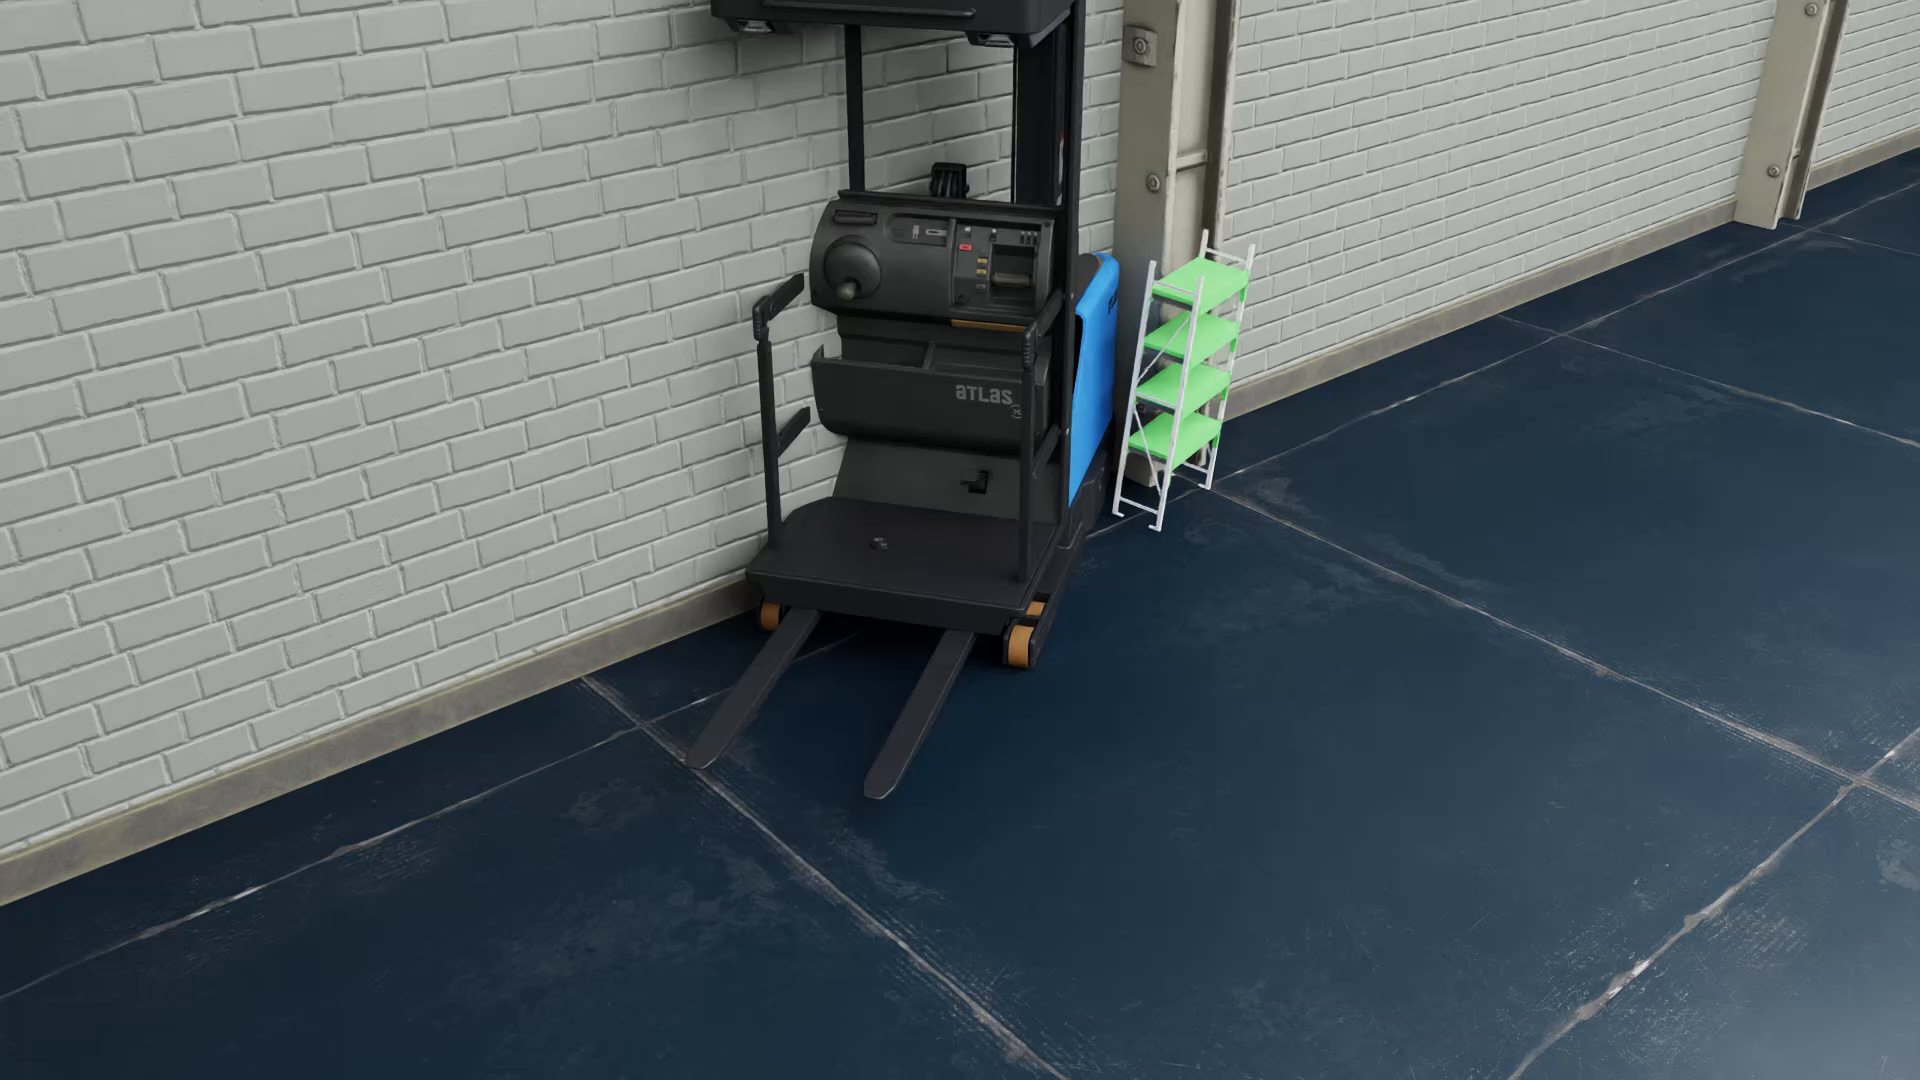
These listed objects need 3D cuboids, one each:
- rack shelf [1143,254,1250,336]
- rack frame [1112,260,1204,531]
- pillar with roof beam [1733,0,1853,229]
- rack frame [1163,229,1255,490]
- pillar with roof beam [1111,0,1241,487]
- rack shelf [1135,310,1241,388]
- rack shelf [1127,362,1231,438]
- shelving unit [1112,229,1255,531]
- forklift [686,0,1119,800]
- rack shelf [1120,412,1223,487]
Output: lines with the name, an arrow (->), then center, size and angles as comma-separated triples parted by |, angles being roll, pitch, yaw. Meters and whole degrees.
rack shelf -> 0.999, -1.040, 7.018 | 0.258, 0.148, 0.480 | 23, 36, 26
rack frame -> 0.830, -0.590, 7.057 | 0.240, 1.200, 0.015 | 23, 36, 26
pillar with roof beam -> 8.285, -4.620, 6.348 | 0.400, 9.000, 9.100 | -22, 35, -35
rack frame -> 1.100, -0.784, 7.414 | 0.240, 1.200, 0.015 | 23, 36, 26
pillar with roof beam -> 3.721, -2.785, 2.913 | 0.400, 9.000, 9.100 | -22, 35, -35
rack shelf -> 0.980, -0.837, 7.144 | 0.258, 0.148, 0.480 | 23, 36, 26
rack shelf -> 0.960, -0.633, 7.269 | 0.258, 0.148, 0.480 | 23, 36, 26
shelving unit -> 0.965, -0.687, 7.236 | 0.258, 1.200, 0.503 | 23, 36, 26
forklift -> -0.167, -1.007, 6.025 | 1.130, 2.935, 3.031 | 7, 29, 14
rack shelf -> 0.940, -0.430, 7.395 | 0.258, 0.148, 0.480 | 23, 36, 26
